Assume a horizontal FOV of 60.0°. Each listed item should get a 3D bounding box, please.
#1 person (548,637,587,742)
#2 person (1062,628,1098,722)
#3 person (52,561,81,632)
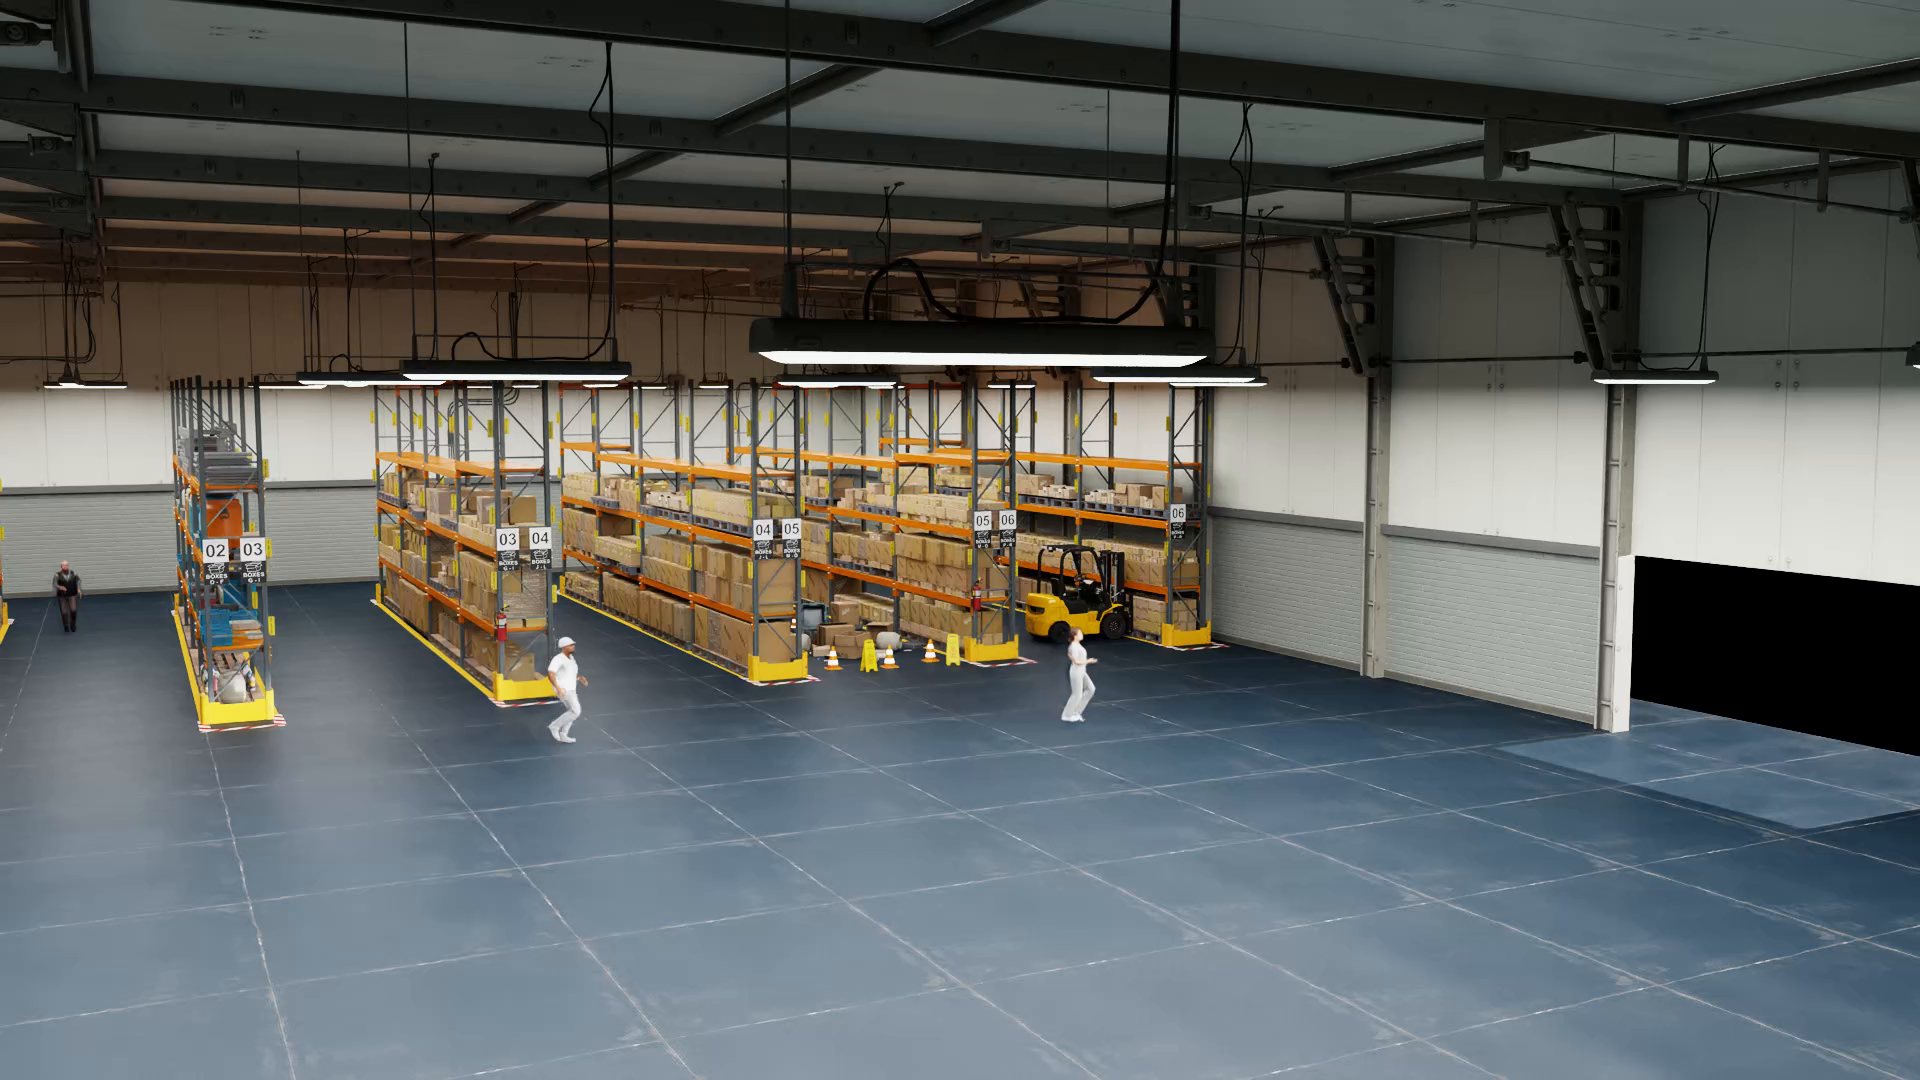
[{"bbox_3d":[-6.416,2.444,27.177,0.575,1.730,0.712,0,5,3],"label":"person"},{"bbox_3d":[2.078,2.338,28.782,0.628,1.667,0.547,1,5,12],"label":"person"},{"bbox_3d":[-21.232,1.353,39.566,0.625,1.707,0.768,-3,6,-32],"label":"person"}]
